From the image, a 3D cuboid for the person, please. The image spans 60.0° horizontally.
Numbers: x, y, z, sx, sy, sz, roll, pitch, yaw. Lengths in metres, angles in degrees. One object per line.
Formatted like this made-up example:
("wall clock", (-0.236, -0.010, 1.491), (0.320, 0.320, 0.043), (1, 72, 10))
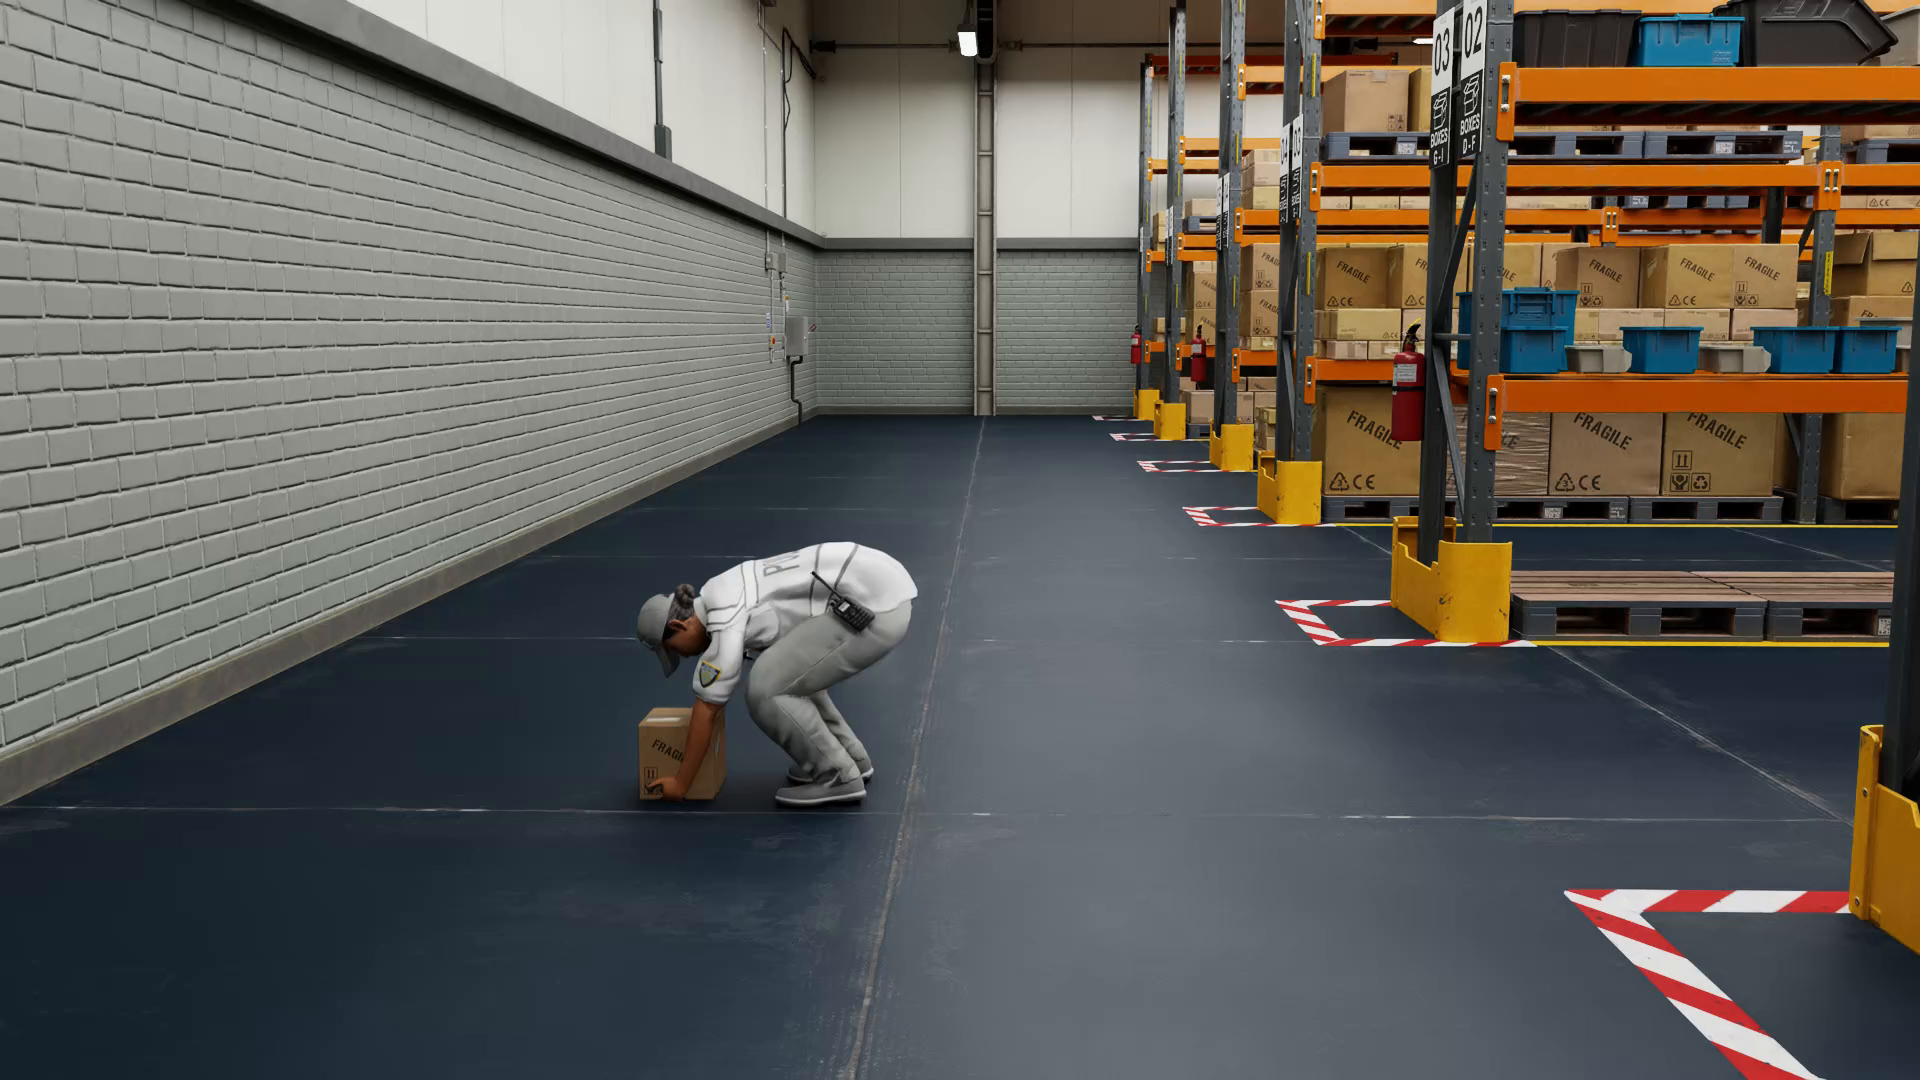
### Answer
("person", (-0.610, 0.441, 5.587), (0.940, 0.854, 0.524), (0, 7, -1))
